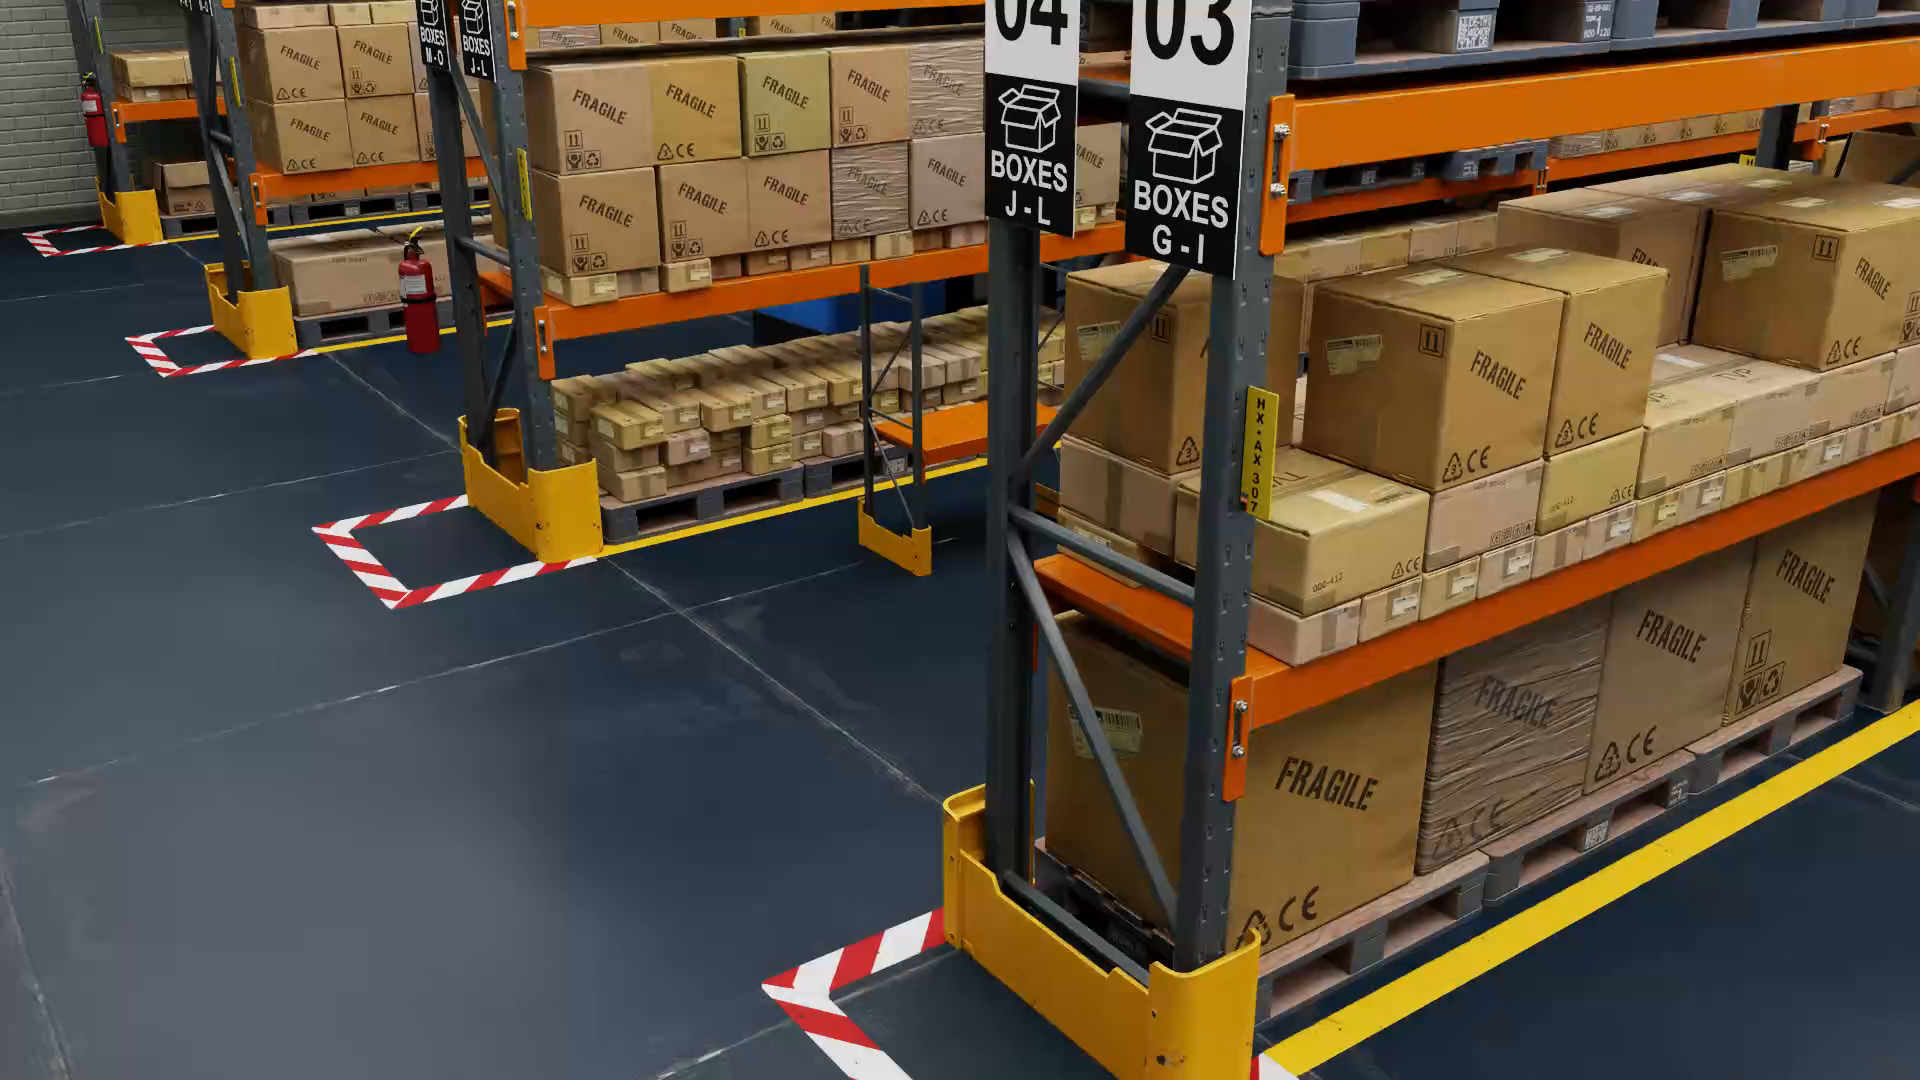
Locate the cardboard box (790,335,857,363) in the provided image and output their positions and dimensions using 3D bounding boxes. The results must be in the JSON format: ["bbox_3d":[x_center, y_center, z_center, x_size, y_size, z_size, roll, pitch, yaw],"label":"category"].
[{"bbox_3d":[-0.833,-1.126,10.149,0.250,0.149,0.380,-15,26,-33],"label":"cardboard box"}]

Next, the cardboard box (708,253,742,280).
[{"bbox_3d":[-1.378,-1.518,8.992,0.250,0.149,0.380,-14,25,-30],"label":"cardboard box"}]

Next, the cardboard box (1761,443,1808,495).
[{"bbox_3d":[2.775,-0.304,5.949,0.250,0.149,0.380,-14,26,-32],"label":"cardboard box"}]

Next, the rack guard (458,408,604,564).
[{"bbox_3d":[-2.334,-0.312,9.003,0.348,0.500,1.175,-15,26,-33],"label":"rack guard"}]

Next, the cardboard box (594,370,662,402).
[{"bbox_3d":[-1.876,-0.831,9.410,0.250,0.149,0.380,-14,26,-32],"label":"cardboard box"}]

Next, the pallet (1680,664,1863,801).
[{"bbox_3d":[3.003,0.628,7.037,1.213,0.211,1.003,-15,26,-33],"label":"pallet"}]

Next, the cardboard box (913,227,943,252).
[{"bbox_3d":[-0.305,-1.789,9.672,0.250,0.149,0.380,-15,26,-34],"label":"cardboard box"}]

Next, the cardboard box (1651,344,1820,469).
[{"bbox_3d":[2.628,-0.479,5.849,0.500,0.250,0.500,-14,26,-32],"label":"cardboard box"}]

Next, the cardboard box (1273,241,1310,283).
[{"bbox_3d":[2.037,-1.901,11.407,0.500,0.250,0.500,-14,26,-31],"label":"cardboard box"}]

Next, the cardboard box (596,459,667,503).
[{"bbox_3d":[-1.783,-0.344,8.992,0.250,0.149,0.380,-14,26,-32],"label":"cardboard box"}]

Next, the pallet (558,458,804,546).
[{"bbox_3d":[-1.654,-0.343,9.470,1.213,0.211,1.003,-15,26,-33],"label":"pallet"}]

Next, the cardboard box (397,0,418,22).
[{"bbox_3d":[-4.084,-3.964,12.424,0.250,0.149,0.380,-15,26,-32],"label":"cardboard box"}]

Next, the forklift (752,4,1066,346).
[{"bbox_3d":[-0.103,-3.016,12.499,3.031,2.935,1.130,-18,28,-38],"label":"forklift"}]

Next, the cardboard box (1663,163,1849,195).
[{"bbox_3d":[3.128,-1.198,6.640,0.500,0.500,0.500,-15,26,-33],"label":"cardboard box"}]

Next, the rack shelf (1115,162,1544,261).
[{"bbox_3d":[2.475,-2.421,11.886,4.000,0.370,1.077,-15,26,-33],"label":"rack shelf"}]

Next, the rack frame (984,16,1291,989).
[{"bbox_3d":[0.419,0.058,4.704,0.127,3.000,1.000,-15,26,-33],"label":"rack frame"}]

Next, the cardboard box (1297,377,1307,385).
[{"bbox_3d":[1.483,-0.415,5.690,0.500,0.250,0.500,-16,27,-35],"label":"cardboard box"}]

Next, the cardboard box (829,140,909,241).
[{"bbox_3d":[-0.635,-1.993,9.307,0.500,0.500,0.500,-16,27,-34],"label":"cardboard box"}]

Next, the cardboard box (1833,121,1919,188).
[{"bbox_3d":[4.180,-1.461,7.022,0.637,0.503,0.797,-16,27,-34],"label":"cardboard box"}]

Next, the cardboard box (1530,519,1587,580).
[{"bbox_3d":[1.733,-0.026,5.253,0.250,0.149,0.380,-16,27,-34],"label":"cardboard box"}]

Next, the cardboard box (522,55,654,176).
[{"bbox_3d":[-1.876,-2.122,8.283,0.500,0.500,0.500,-15,26,-33],"label":"cardboard box"}]

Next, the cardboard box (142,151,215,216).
[{"bbox_3d":[-7.718,-3.555,16.561,0.637,0.503,0.797,-16,27,-35],"label":"cardboard box"}]

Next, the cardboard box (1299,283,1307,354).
[{"bbox_3d":[2.035,-1.551,11.542,0.500,0.500,0.500,-14,25,-30],"label":"cardboard box"}]

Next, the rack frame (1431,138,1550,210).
[{"bbox_3d":[4.099,-3.188,12.838,0.127,3.000,1.000,-15,26,-33],"label":"rack frame"}]

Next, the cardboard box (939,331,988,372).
[{"bbox_3d":[0.076,-1.158,10.228,0.250,0.149,0.380,-14,26,-31],"label":"cardboard box"}]

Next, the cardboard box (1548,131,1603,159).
[{"bbox_3d":[4.621,-3.250,12.859,0.500,0.500,0.500,-15,26,-32],"label":"cardboard box"}]

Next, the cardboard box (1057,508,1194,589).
[{"bbox_3d":[0.516,-0.002,5.192,0.250,0.149,0.380,-14,26,-32],"label":"cardboard box"}]

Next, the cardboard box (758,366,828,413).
[{"bbox_3d":[-0.955,-0.862,9.487,0.250,0.149,0.380,-14,26,-31],"label":"cardboard box"}]

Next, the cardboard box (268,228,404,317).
[{"bbox_3d":[-4.891,-2.101,13.006,0.875,0.438,0.875,-16,27,-35],"label":"cardboard box"}]

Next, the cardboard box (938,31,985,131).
[{"bbox_3d":[0.211,-2.674,9.666,0.500,0.500,0.500,-16,27,-34],"label":"cardboard box"}]

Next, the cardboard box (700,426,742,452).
[{"bbox_3d":[-1.418,-0.623,9.290,0.250,0.149,0.380,-15,26,-32],"label":"cardboard box"}]

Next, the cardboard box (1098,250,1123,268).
[{"bbox_3d":[1.309,-1.942,11.509,0.500,0.250,0.500,-16,27,-34],"label":"cardboard box"}]

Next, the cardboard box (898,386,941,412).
[{"bbox_3d":[-0.324,-0.904,9.993,0.250,0.149,0.380,-16,27,-35],"label":"cardboard box"}]

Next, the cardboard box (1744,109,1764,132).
[{"bbox_3d":[6.668,-3.797,14.230,0.500,0.500,0.500,-15,26,-33],"label":"cardboard box"}]

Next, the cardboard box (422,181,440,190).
[{"bbox_3d":[-5.594,-3.921,17.797,0.258,0.266,0.396,-14,26,-31],"label":"cardboard box"}]

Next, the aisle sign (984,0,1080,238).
[{"bbox_3d":[0.186,-1.224,4.409,0.004,0.787,0.394,-15,26,-33],"label":"aisle sign"}]

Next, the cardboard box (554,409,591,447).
[{"bbox_3d":[-2.134,-0.665,9.395,0.250,0.149,0.380,-16,27,-34],"label":"cardboard box"}]

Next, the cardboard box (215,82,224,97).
[{"bbox_3d":[-7.230,-4.460,16.366,0.250,0.149,0.380,-14,26,-31],"label":"cardboard box"}]

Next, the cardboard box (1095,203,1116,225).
[{"bbox_3d":[0.756,-2.073,10.383,0.250,0.149,0.380,-15,26,-33],"label":"cardboard box"}]

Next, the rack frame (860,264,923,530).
[{"bbox_3d":[-0.343,-0.605,8.389,0.032,1.500,0.500,-15,26,-33],"label":"rack frame"}]

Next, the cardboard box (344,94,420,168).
[{"bbox_3d":[-4.417,-3.105,12.496,0.500,0.500,0.500,-15,26,-34],"label":"cardboard box"}]

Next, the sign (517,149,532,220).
[{"bbox_3d":[-2.078,-1.695,7.929,0.005,0.325,0.100,-15,26,-33],"label":"sign"}]

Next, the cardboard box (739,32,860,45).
[{"bbox_3d":[-0.914,-2.619,9.528,0.500,0.500,0.500,-16,27,-35],"label":"cardboard box"}]

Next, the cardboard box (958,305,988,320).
[{"bbox_3d":[0.193,-1.415,10.873,0.250,0.149,0.380,-13,25,-30],"label":"cardboard box"}]

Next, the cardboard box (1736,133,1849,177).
[{"bbox_3d":[7.897,-3.377,15.612,0.875,0.875,0.875,-14,26,-32],"label":"cardboard box"}]

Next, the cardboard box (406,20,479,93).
[{"bbox_3d":[-3.984,-3.680,12.588,0.500,0.500,0.500,-15,26,-33],"label":"cardboard box"}]

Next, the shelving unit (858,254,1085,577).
[{"bbox_3d":[0.062,-0.713,8.660,1.083,1.500,0.587,-15,26,-33],"label":"shelving unit"}]

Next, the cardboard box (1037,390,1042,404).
[{"bbox_3d":[0.296,-0.898,10.379,0.250,0.149,0.380,-16,27,-35],"label":"cardboard box"}]

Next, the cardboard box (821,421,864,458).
[{"bbox_3d":[-0.745,-0.615,9.671,0.250,0.149,0.380,-16,27,-35],"label":"cardboard box"}]

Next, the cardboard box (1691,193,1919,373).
[{"bbox_3d":[3.040,-0.938,5.988,0.500,0.500,0.500,-15,26,-32],"label":"cardboard box"}]

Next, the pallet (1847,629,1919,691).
[{"bbox_3d":[4.249,0.298,7.866,1.213,0.211,1.003,-15,26,-33],"label":"pallet"}]

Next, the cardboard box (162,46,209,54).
[{"bbox_3d":[-7.633,-4.775,16.617,0.500,0.250,0.500,-15,26,-33],"label":"cardboard box"}]

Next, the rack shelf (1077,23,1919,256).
[{"bbox_3d":[2.043,-1.434,5.366,4.000,0.370,1.077,-15,26,-33],"label":"rack shelf"}]

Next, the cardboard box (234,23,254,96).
[{"bbox_3d":[-5.116,-3.610,12.413,0.500,0.500,0.500,-14,26,-31],"label":"cardboard box"}]

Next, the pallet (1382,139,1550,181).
[{"bbox_3d":[3.582,-2.912,12.406,1.003,0.211,1.213,-15,26,-33],"label":"pallet"}]
